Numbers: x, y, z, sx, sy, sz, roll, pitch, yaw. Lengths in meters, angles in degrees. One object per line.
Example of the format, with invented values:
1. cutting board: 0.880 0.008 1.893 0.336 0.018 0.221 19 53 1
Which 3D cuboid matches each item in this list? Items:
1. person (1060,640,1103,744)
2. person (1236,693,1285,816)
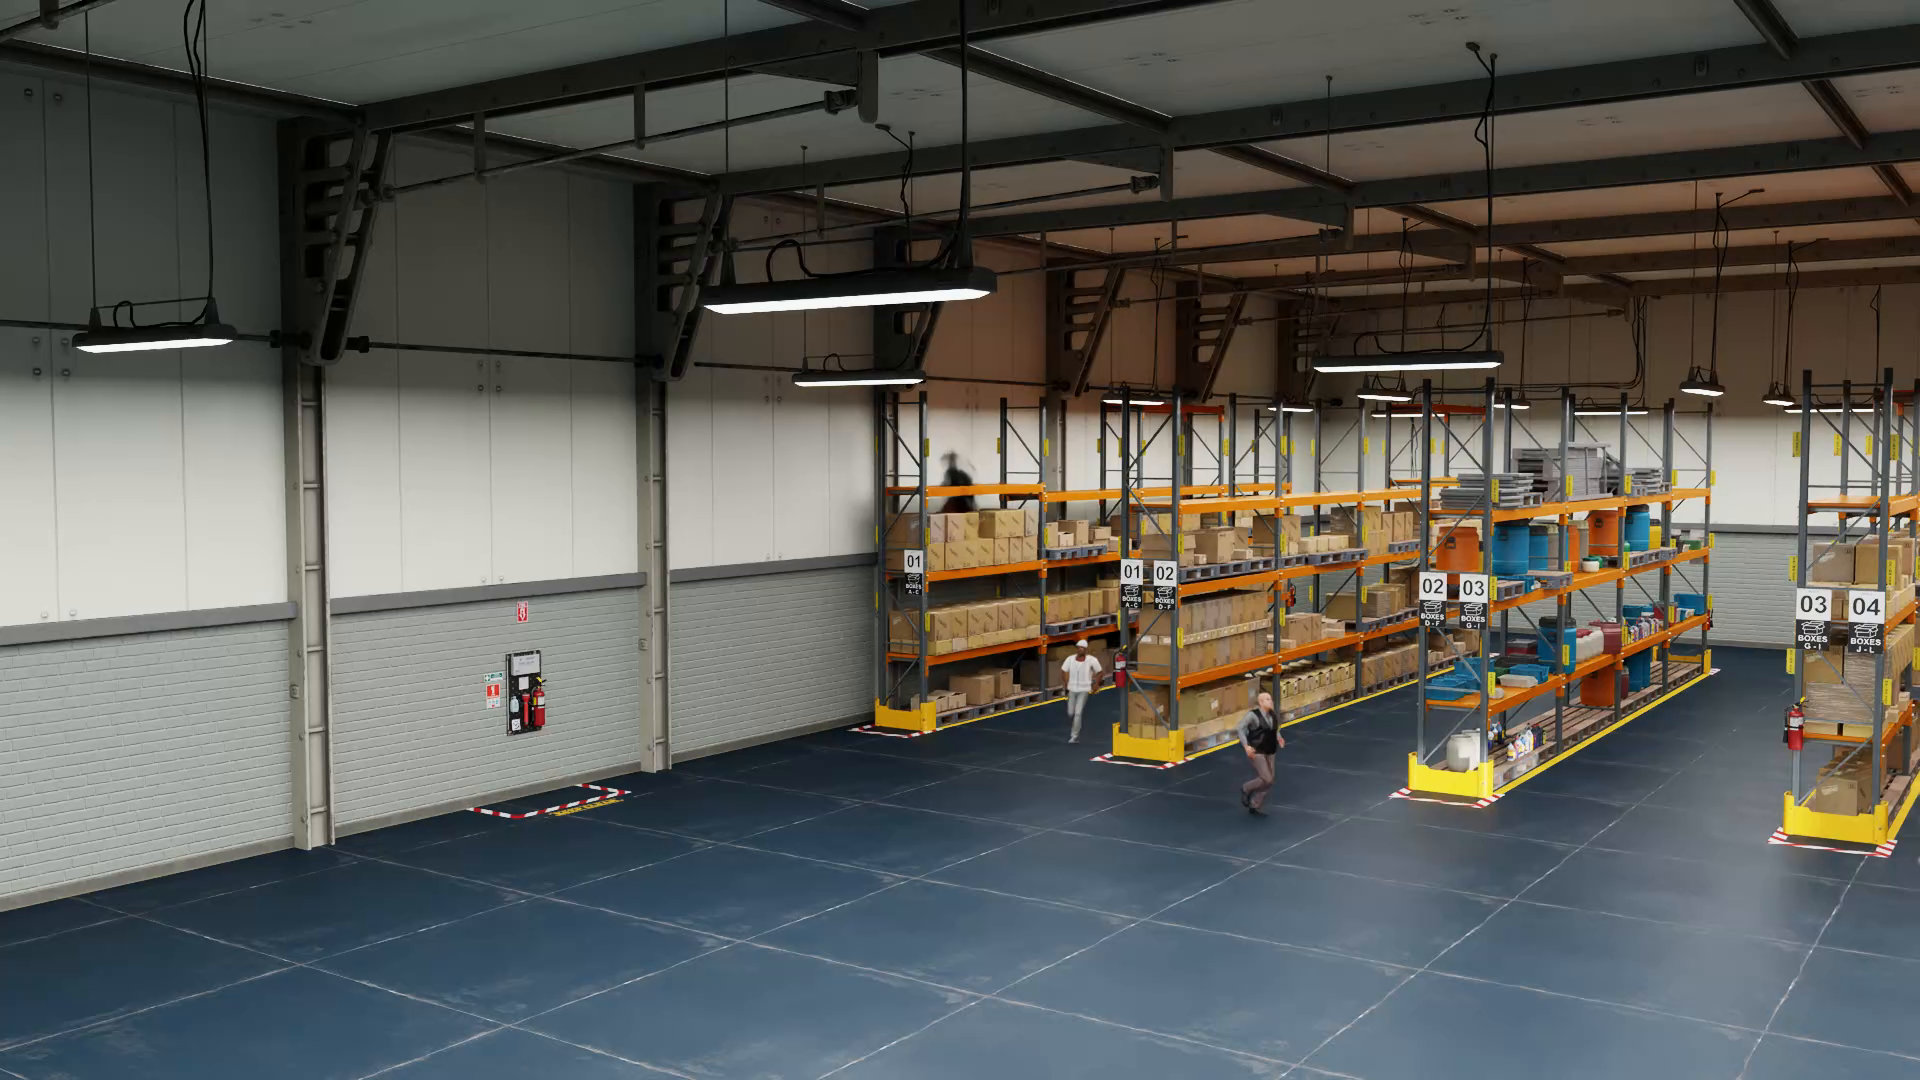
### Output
1. person: 2.064 2.569 28.380 0.736 1.759 0.785 1 3 17
2. person: 4.123 2.912 22.623 0.670 1.681 0.565 -2 4 -37
